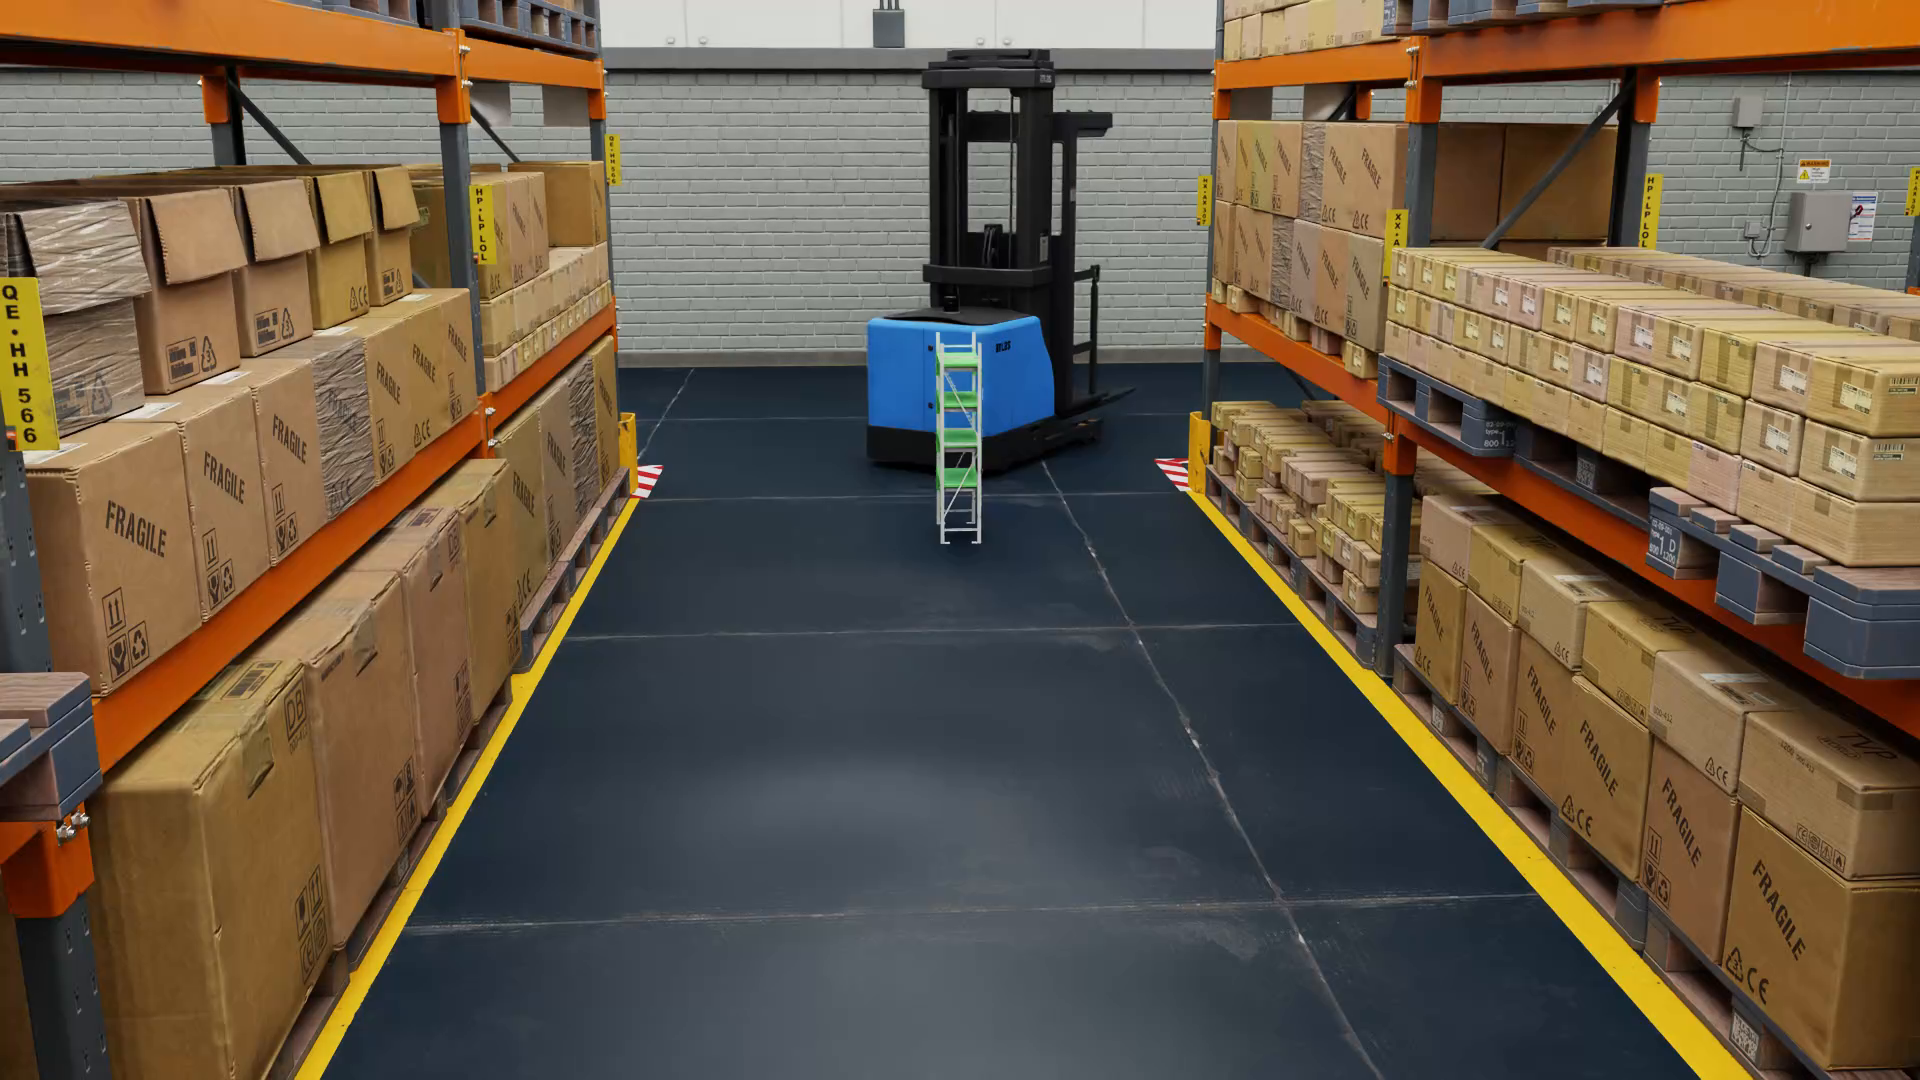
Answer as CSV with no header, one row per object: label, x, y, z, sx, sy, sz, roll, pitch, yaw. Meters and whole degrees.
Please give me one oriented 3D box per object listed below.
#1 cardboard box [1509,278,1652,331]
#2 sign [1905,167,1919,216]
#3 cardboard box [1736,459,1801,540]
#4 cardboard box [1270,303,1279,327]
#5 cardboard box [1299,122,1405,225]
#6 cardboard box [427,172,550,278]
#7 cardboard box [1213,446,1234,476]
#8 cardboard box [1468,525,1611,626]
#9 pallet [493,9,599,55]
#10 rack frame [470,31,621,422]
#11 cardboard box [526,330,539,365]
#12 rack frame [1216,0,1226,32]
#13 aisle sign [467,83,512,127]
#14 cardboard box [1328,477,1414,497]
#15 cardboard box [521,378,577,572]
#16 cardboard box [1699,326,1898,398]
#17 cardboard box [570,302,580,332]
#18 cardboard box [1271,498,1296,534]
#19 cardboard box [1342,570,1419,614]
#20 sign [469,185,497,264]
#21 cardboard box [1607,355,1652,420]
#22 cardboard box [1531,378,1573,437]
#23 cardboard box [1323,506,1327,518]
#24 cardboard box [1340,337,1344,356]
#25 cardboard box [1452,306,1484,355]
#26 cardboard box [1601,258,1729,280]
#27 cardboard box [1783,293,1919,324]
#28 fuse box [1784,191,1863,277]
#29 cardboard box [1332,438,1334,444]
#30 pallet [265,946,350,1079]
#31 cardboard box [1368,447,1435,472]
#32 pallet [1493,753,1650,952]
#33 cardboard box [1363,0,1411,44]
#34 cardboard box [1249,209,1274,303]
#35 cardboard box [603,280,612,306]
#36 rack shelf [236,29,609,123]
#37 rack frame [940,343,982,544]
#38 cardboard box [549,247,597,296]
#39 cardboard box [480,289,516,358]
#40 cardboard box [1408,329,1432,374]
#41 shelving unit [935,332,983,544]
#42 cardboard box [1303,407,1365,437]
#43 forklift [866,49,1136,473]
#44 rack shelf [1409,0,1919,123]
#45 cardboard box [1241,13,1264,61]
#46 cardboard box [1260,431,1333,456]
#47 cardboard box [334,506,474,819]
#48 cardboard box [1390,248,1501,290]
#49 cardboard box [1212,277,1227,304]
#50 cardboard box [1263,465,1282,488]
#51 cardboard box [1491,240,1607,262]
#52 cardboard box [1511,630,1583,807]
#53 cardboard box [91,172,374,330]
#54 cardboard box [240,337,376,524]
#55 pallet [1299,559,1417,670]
cardboard box,2.056,-0.783,5.519,0.380,0.149,0.250,0,14,-1
sign,6.542,-2.387,11.388,0.100,0.325,0.005,-1,14,-3
cardboard box,2.155,-0.105,4.074,0.380,0.149,0.250,-1,14,-4
cardboard box,2.007,-1.305,9.584,0.380,0.149,0.250,-1,14,-5
cardboard box,2.056,-1.886,8.531,0.500,0.500,0.500,-1,14,-2
cardboard box,-2.381,-1.598,8.418,0.500,0.500,0.500,-1,14,-5
cardboard box,1.875,-0.523,10.916,0.380,0.149,0.250,-1,14,-2
cardboard box,2.227,0.124,6.193,0.500,0.250,0.500,0,14,-2
pallet,-2.738,-3.009,9.860,1.003,0.211,1.213,-1,14,-3
rack frame,-2.795,-1.784,10.939,1.000,3.000,0.127,-1,14,-3
cardboard box,-2.285,-0.942,8.172,0.380,0.149,0.250,-1,14,-5
rack frame,2.162,-4.740,10.391,1.000,3.000,0.127,-1,14,-3
aisle sign,-3.099,-3.056,10.666,0.394,0.787,0.004,-1,14,-3
cardboard box,2.112,-0.226,8.570,0.380,0.149,0.250,0,14,-2
cardboard box,-2.564,-0.352,8.797,0.875,0.875,0.875,-1,14,-3
cardboard box,2.140,-0.458,4.253,0.380,0.149,0.250,0,14,-2
cardboard box,-2.363,-1.260,9.408,0.380,0.149,0.250,-1,14,-3
cardboard box,1.984,-0.138,9.422,0.380,0.149,0.250,-1,14,-3
cardboard box,2.045,0.245,7.934,0.380,0.149,0.250,-1,14,-3
sign,-2.006,-1.322,6.980,0.100,0.325,0.005,-1,14,-3
cardboard box,2.107,-0.443,4.793,0.380,0.149,0.250,-1,14,-4
cardboard box,2.074,-0.430,5.337,0.380,0.149,0.250,-2,15,-6
cardboard box,2.092,-0.078,8.591,0.380,0.149,0.250,-1,14,-3
cardboard box,2.129,-0.981,8.323,0.380,0.149,0.250,-1,14,-5
cardboard box,2.026,-0.768,6.055,0.380,0.149,0.250,-2,15,-6
cardboard box,2.661,-0.982,6.291,0.380,0.149,0.250,-1,14,-5
cardboard box,2.739,-0.660,5.039,0.380,0.149,0.250,0,14,-2
fuse box,8.829,-2.711,17.128,0.539,1.711,0.414,-1,14,-3
cardboard box,2.513,-0.546,10.409,0.380,0.149,0.250,-1,15,-6
pallet,-2.273,1.359,4.320,1.003,0.211,1.213,-1,14,-3
cardboard box,2.524,-0.429,9.359,0.380,0.149,0.250,-1,14,-3
pallet,2.538,1.008,5.685,1.003,0.211,1.213,-1,14,-3
cardboard box,2.110,-2.338,7.375,0.500,0.250,0.500,-1,14,-2
cardboard box,1.990,-1.657,9.649,0.500,0.500,0.500,-1,14,-3
cardboard box,-2.444,-1.578,10.646,0.380,0.149,0.250,-1,14,-2
rack shelf,-2.671,-2.390,8.721,1.077,0.370,4.000,-1,14,-3
rack frame,0.005,-0.562,9.801,0.240,1.200,0.015,-1,14,-3
cardboard box,-2.469,-1.612,9.978,0.500,0.250,0.500,-1,14,-4
cardboard box,-2.315,-0.981,7.524,0.500,0.250,0.500,-1,14,-4
cardboard box,1.998,-0.748,6.575,0.380,0.149,0.250,-1,14,-3
shelving unit,-0.010,-0.622,10.037,0.258,1.200,0.503,-1,14,-3
cardboard box,2.406,-0.755,10.625,0.380,0.149,0.250,-1,14,-2
forklift,0.477,-2.215,12.753,1.130,2.935,3.031,8,16,28
rack shelf,2.534,-1.447,5.055,1.077,0.370,4.000,-1,14,-3
cardboard box,1.963,-2.968,9.825,0.500,0.250,0.500,0,14,-2
cardboard box,1.986,-0.549,9.827,0.380,0.149,0.250,0,14,-1
cardboard box,-2.431,0.418,5.804,1.225,0.875,0.875,-1,14,-5
cardboard box,1.975,-1.105,6.769,0.380,0.149,0.250,0,14,-1
cardboard box,1.855,-1.628,10.837,0.380,0.149,0.250,-1,14,-4
cardboard box,2.021,-0.409,9.878,0.380,0.149,0.250,-2,15,-6
cardboard box,2.630,-1.160,7.717,0.500,0.500,0.500,-1,14,-4
cardboard box,2.271,0.616,5.784,0.500,0.500,0.500,-1,14,-2
cardboard box,-2.468,-0.993,5.654,0.797,0.503,0.637,-1,14,-3
cardboard box,-2.156,-0.347,5.156,0.500,0.500,0.500,-1,14,-3
pallet,2.333,0.344,8.267,1.003,0.211,1.213,-1,14,-3
